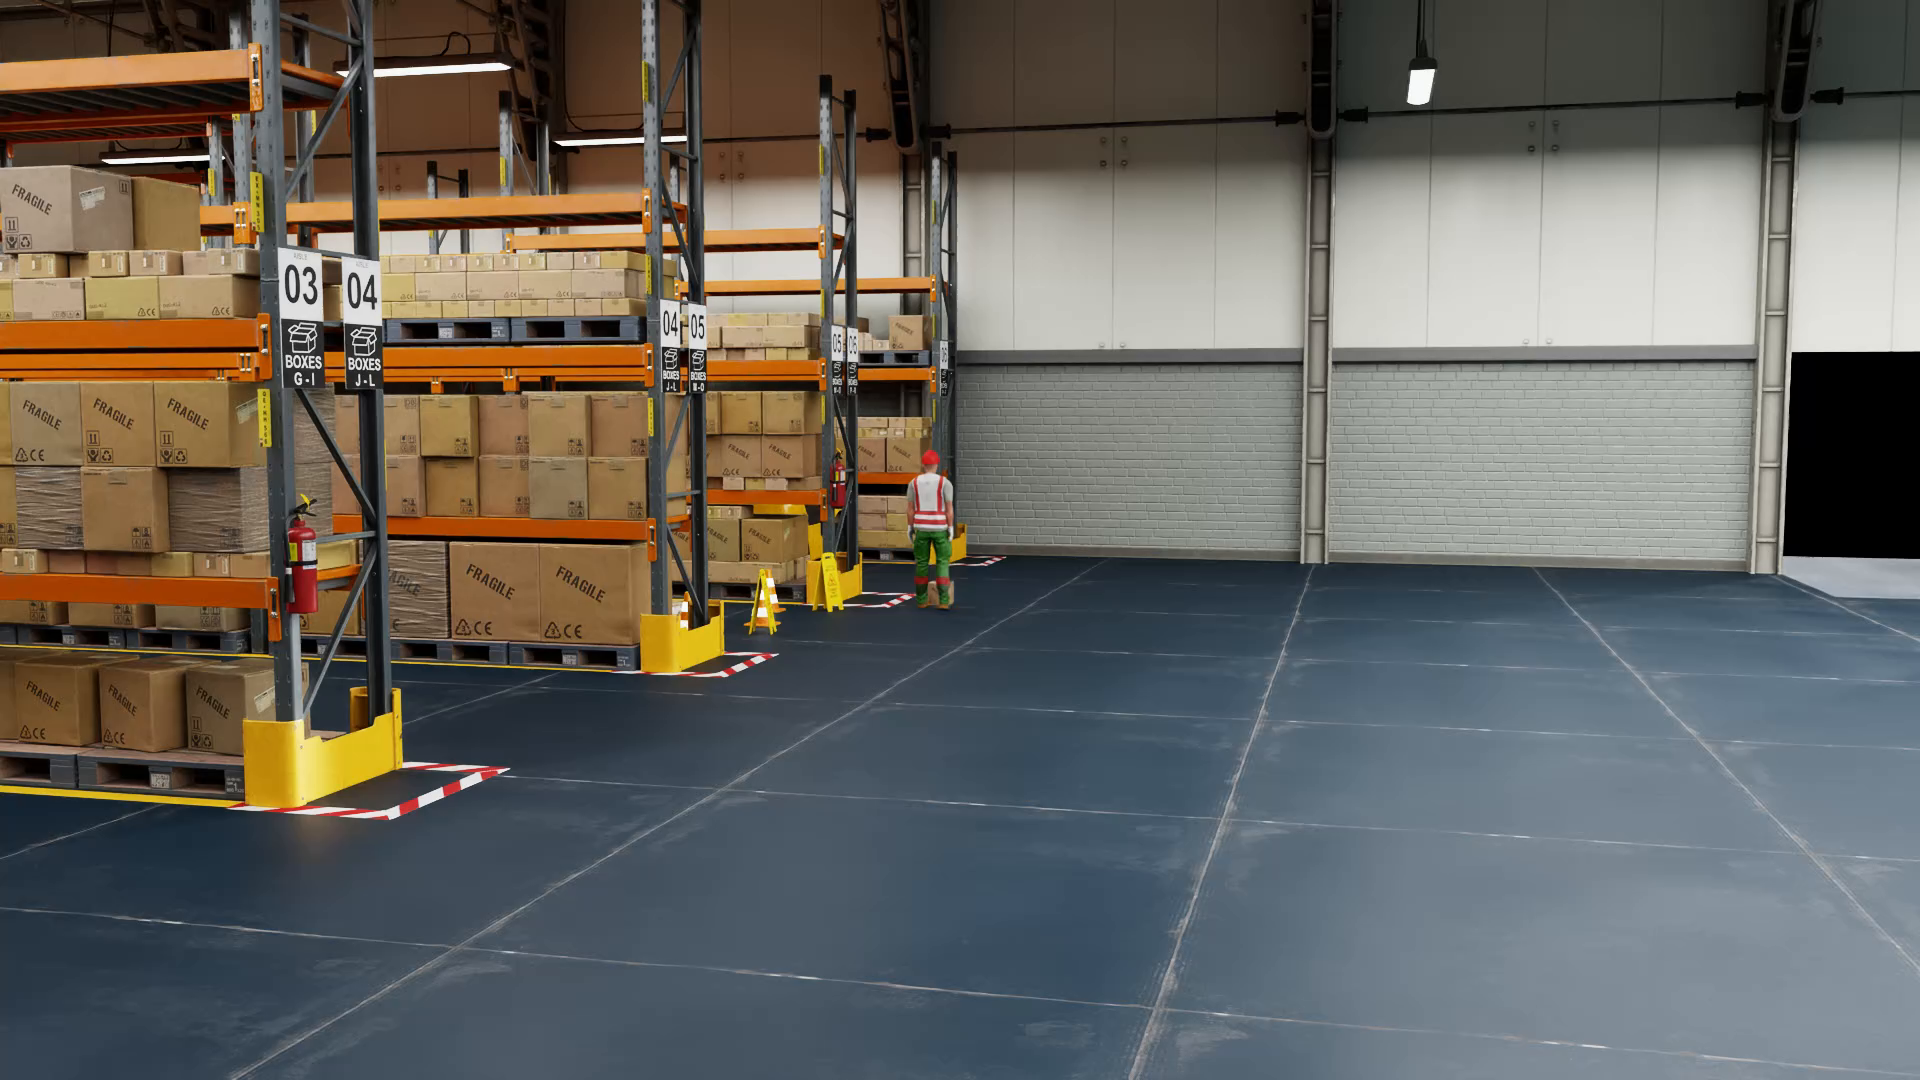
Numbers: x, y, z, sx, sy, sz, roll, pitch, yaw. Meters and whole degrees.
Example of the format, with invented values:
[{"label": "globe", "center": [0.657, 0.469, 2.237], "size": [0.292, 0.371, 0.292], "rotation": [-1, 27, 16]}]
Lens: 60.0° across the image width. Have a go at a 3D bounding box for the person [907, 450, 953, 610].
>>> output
[{"label": "person", "center": [-0.320, -0.103, 18.740], "size": [0.529, 1.821, 0.434], "rotation": [1, 5, 12]}]
